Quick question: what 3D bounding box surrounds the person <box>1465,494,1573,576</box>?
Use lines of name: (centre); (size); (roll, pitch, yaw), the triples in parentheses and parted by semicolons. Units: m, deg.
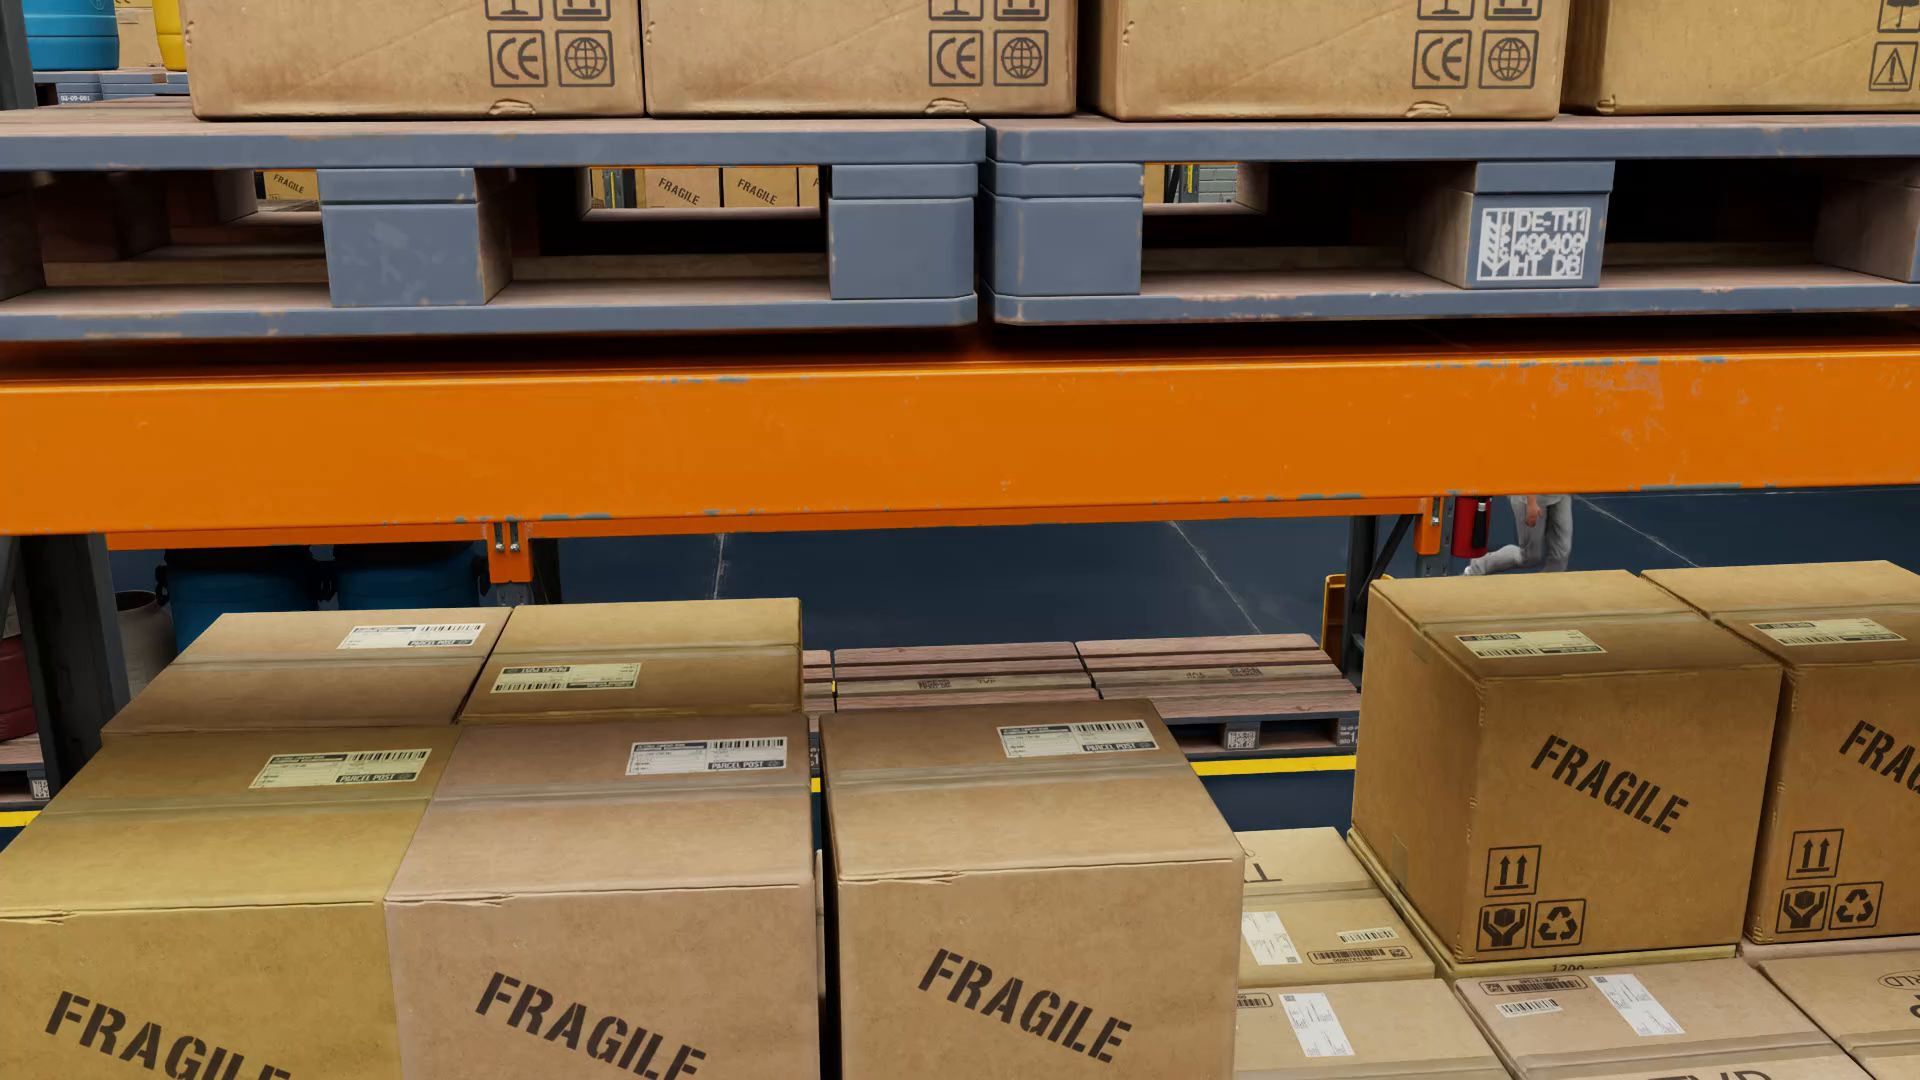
person: (3.053, -0.253, 8.904); (0.494, 1.545, 0.760); (-14, 22, -39)
